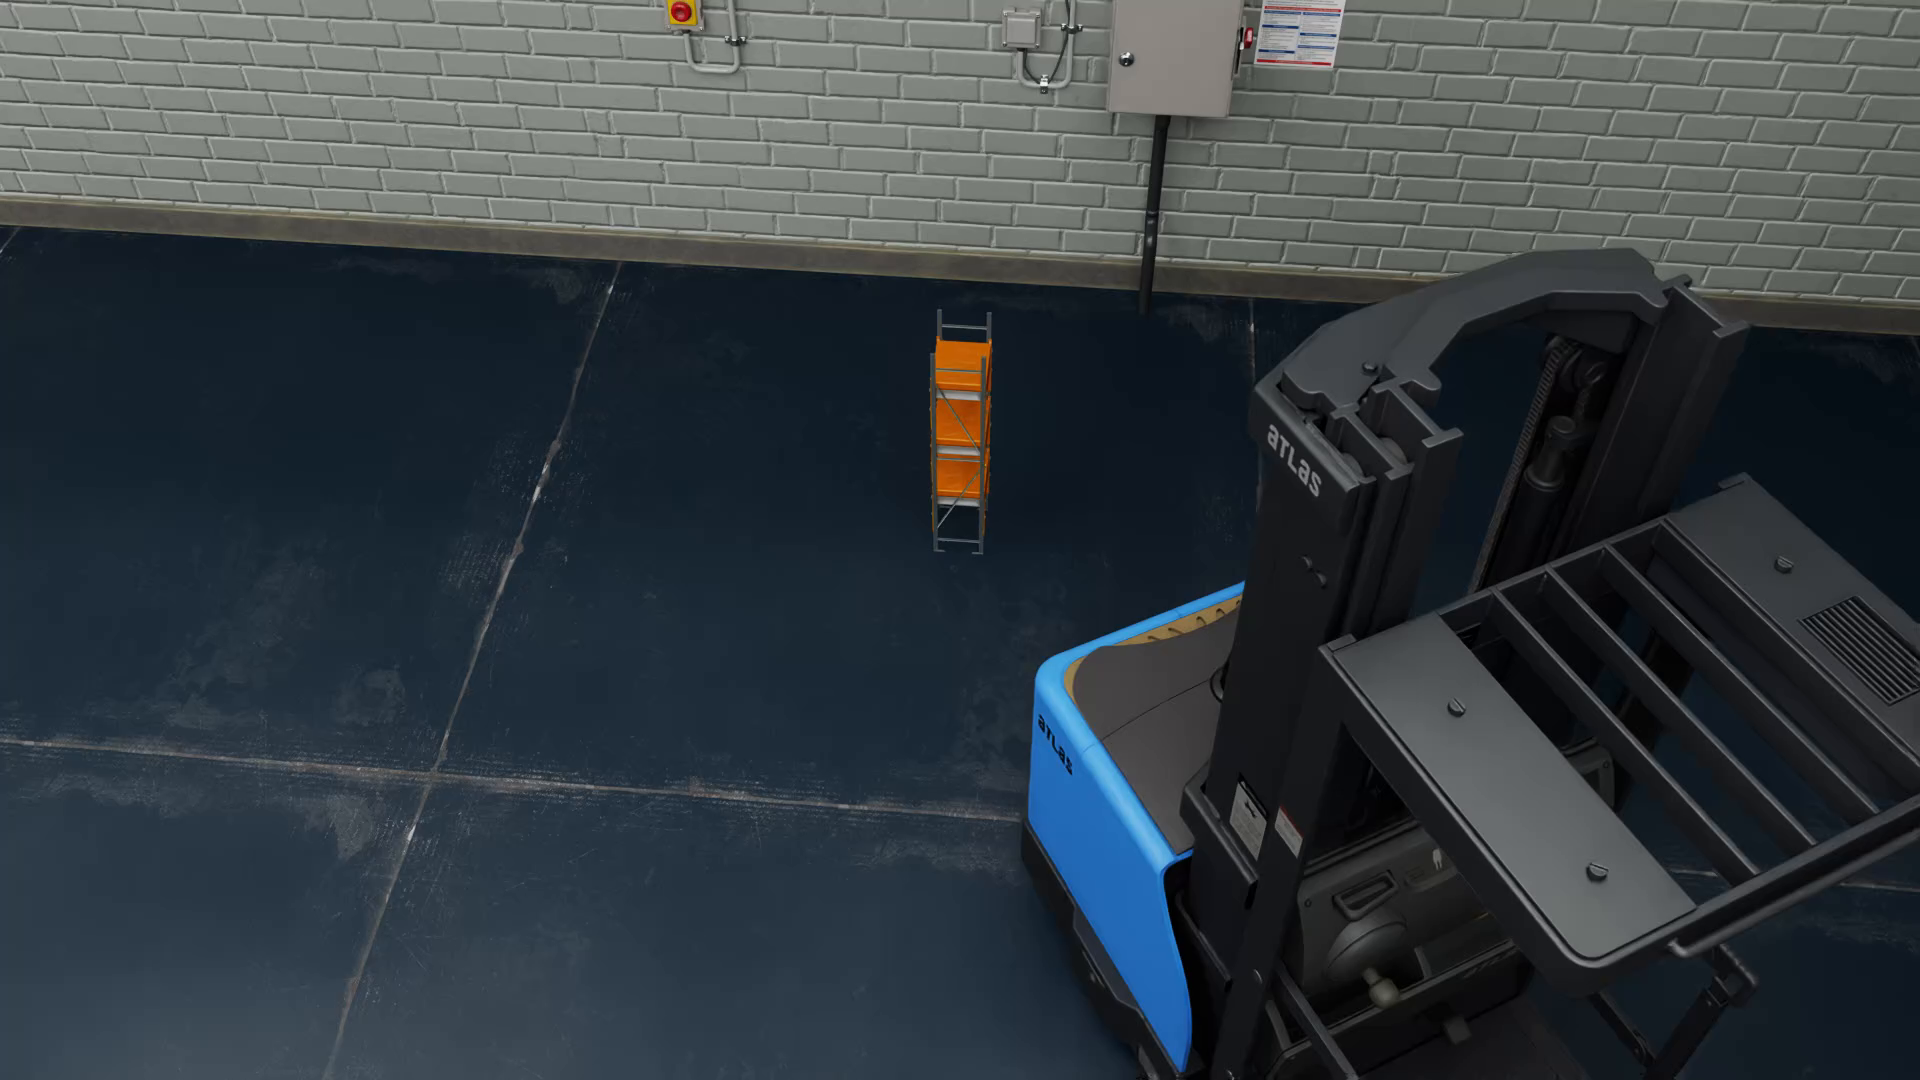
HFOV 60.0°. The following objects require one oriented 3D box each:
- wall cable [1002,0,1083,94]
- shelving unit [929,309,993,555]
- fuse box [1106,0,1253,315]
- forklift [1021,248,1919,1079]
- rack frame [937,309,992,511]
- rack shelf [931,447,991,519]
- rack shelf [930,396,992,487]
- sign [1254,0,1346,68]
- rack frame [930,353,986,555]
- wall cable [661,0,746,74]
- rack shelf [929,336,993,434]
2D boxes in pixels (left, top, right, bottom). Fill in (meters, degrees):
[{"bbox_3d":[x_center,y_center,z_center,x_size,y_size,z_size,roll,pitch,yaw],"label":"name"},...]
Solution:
[{"bbox_3d":[0.211,-2.556,6.366,0.588,1.984,0.122,4,48,4],"label":"wall cable"},{"bbox_3d":[0.005,-0.394,6.399,0.215,1.050,0.252,4,48,4],"label":"shelving unit"},{"bbox_3d":[0.876,-1.617,7.069,0.539,1.711,0.414,4,48,4],"label":"fuse box"},{"bbox_3d":[1.307,0.926,3.917,1.130,2.935,3.031,-20,51,-17],"label":"forklift"},{"bbox_3d":[0.016,-0.483,6.481,0.200,1.050,0.008,4,48,4],"label":"rack frame"},{"bbox_3d":[0.005,-0.199,6.611,0.215,0.259,0.240,4,48,4],"label":"rack shelf"},{"bbox_3d":[0.005,-0.387,6.406,0.215,0.259,0.240,4,48,4],"label":"rack shelf"},{"bbox_3d":[1.386,-2.138,6.737,0.329,0.494,0.001,4,48,4],"label":"sign"},{"bbox_3d":[-0.006,-0.304,6.317,0.200,1.050,0.008,4,48,4],"label":"rack frame"},{"bbox_3d":[-1.203,-2.653,6.434,0.585,1.953,0.123,4,48,4],"label":"wall cable"},{"bbox_3d":[0.005,-0.578,6.197,0.215,0.259,0.240,4,48,4],"label":"rack shelf"}]
